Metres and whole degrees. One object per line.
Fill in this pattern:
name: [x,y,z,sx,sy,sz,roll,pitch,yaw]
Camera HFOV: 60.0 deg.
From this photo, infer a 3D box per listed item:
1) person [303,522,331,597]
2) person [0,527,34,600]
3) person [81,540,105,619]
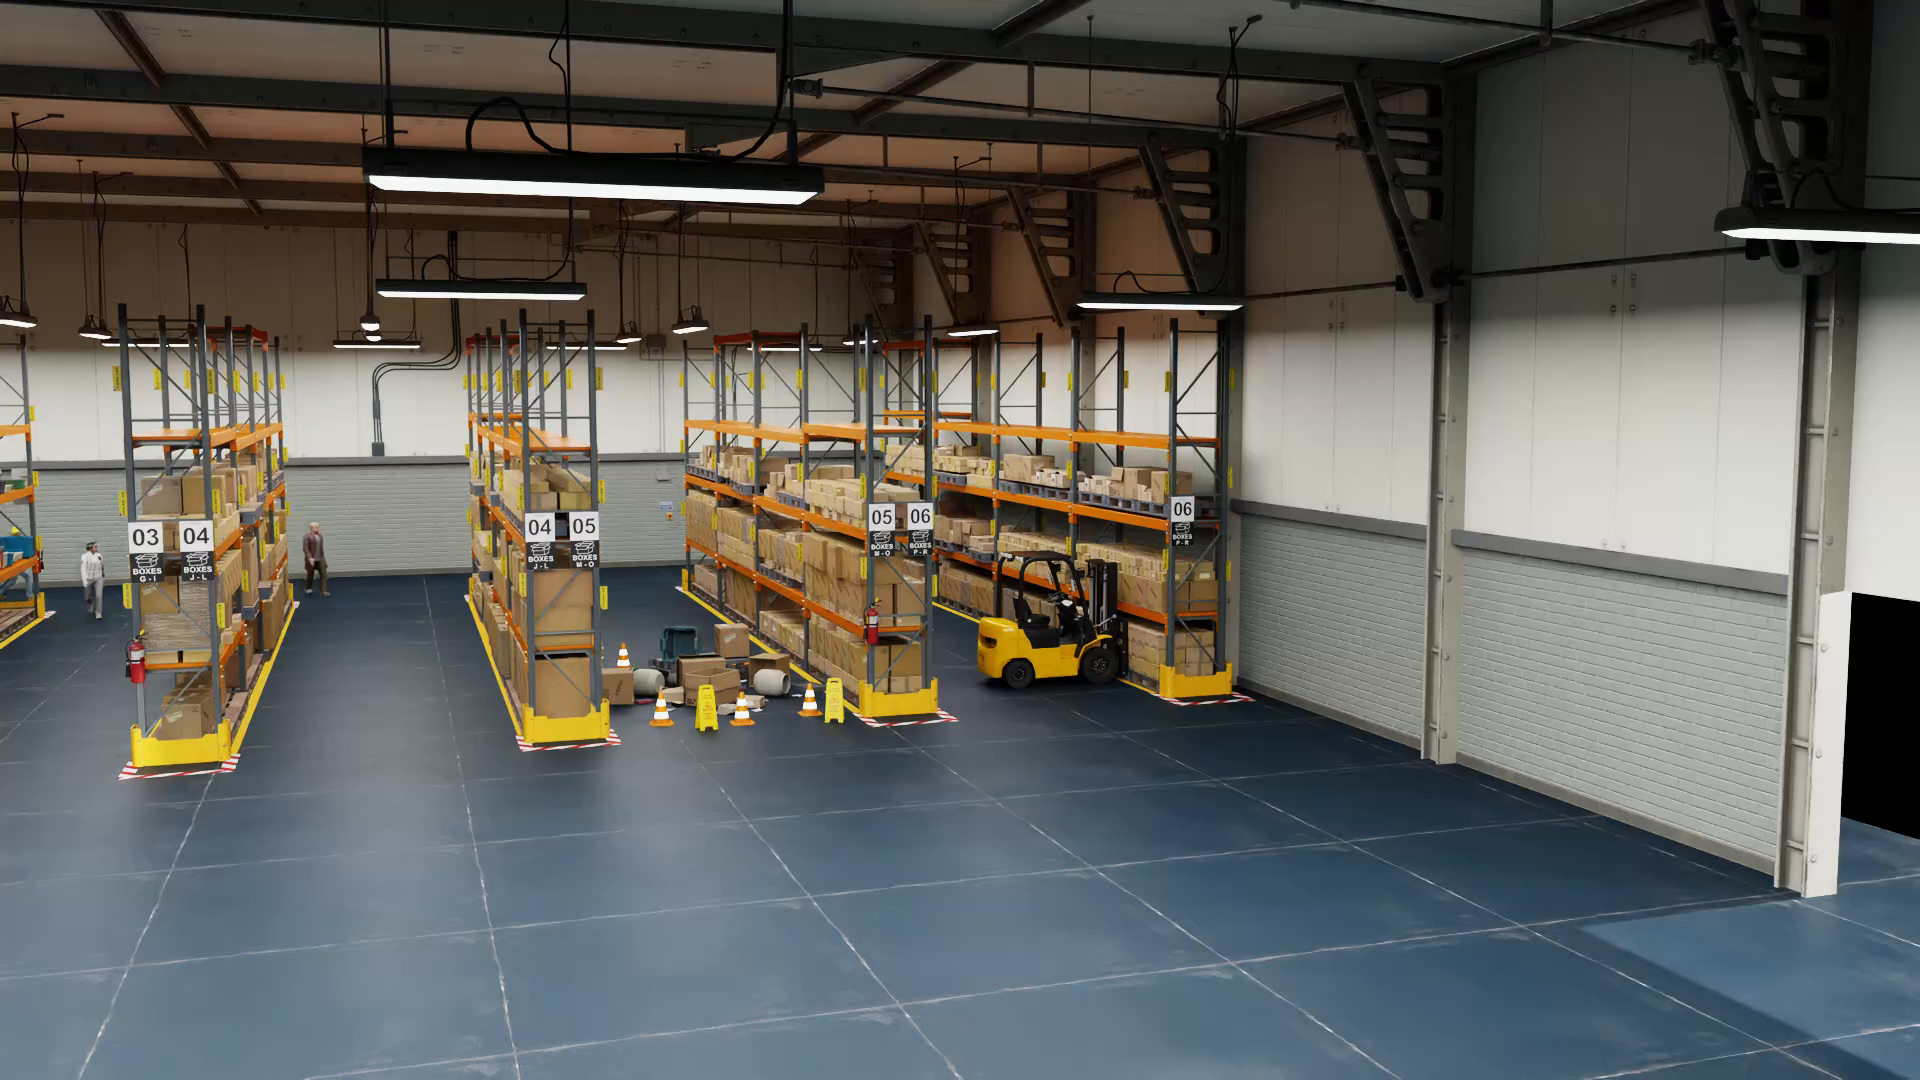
person: [-15.072,0.452,38.827,0.554,1.740,1.056,-5,7,-40]
person: [-21.485,0.562,37.862,1.000,1.726,0.592,0,5,4]
person: [-18.395,0.822,35.308,0.441,1.646,0.707,-2,6,-22]
